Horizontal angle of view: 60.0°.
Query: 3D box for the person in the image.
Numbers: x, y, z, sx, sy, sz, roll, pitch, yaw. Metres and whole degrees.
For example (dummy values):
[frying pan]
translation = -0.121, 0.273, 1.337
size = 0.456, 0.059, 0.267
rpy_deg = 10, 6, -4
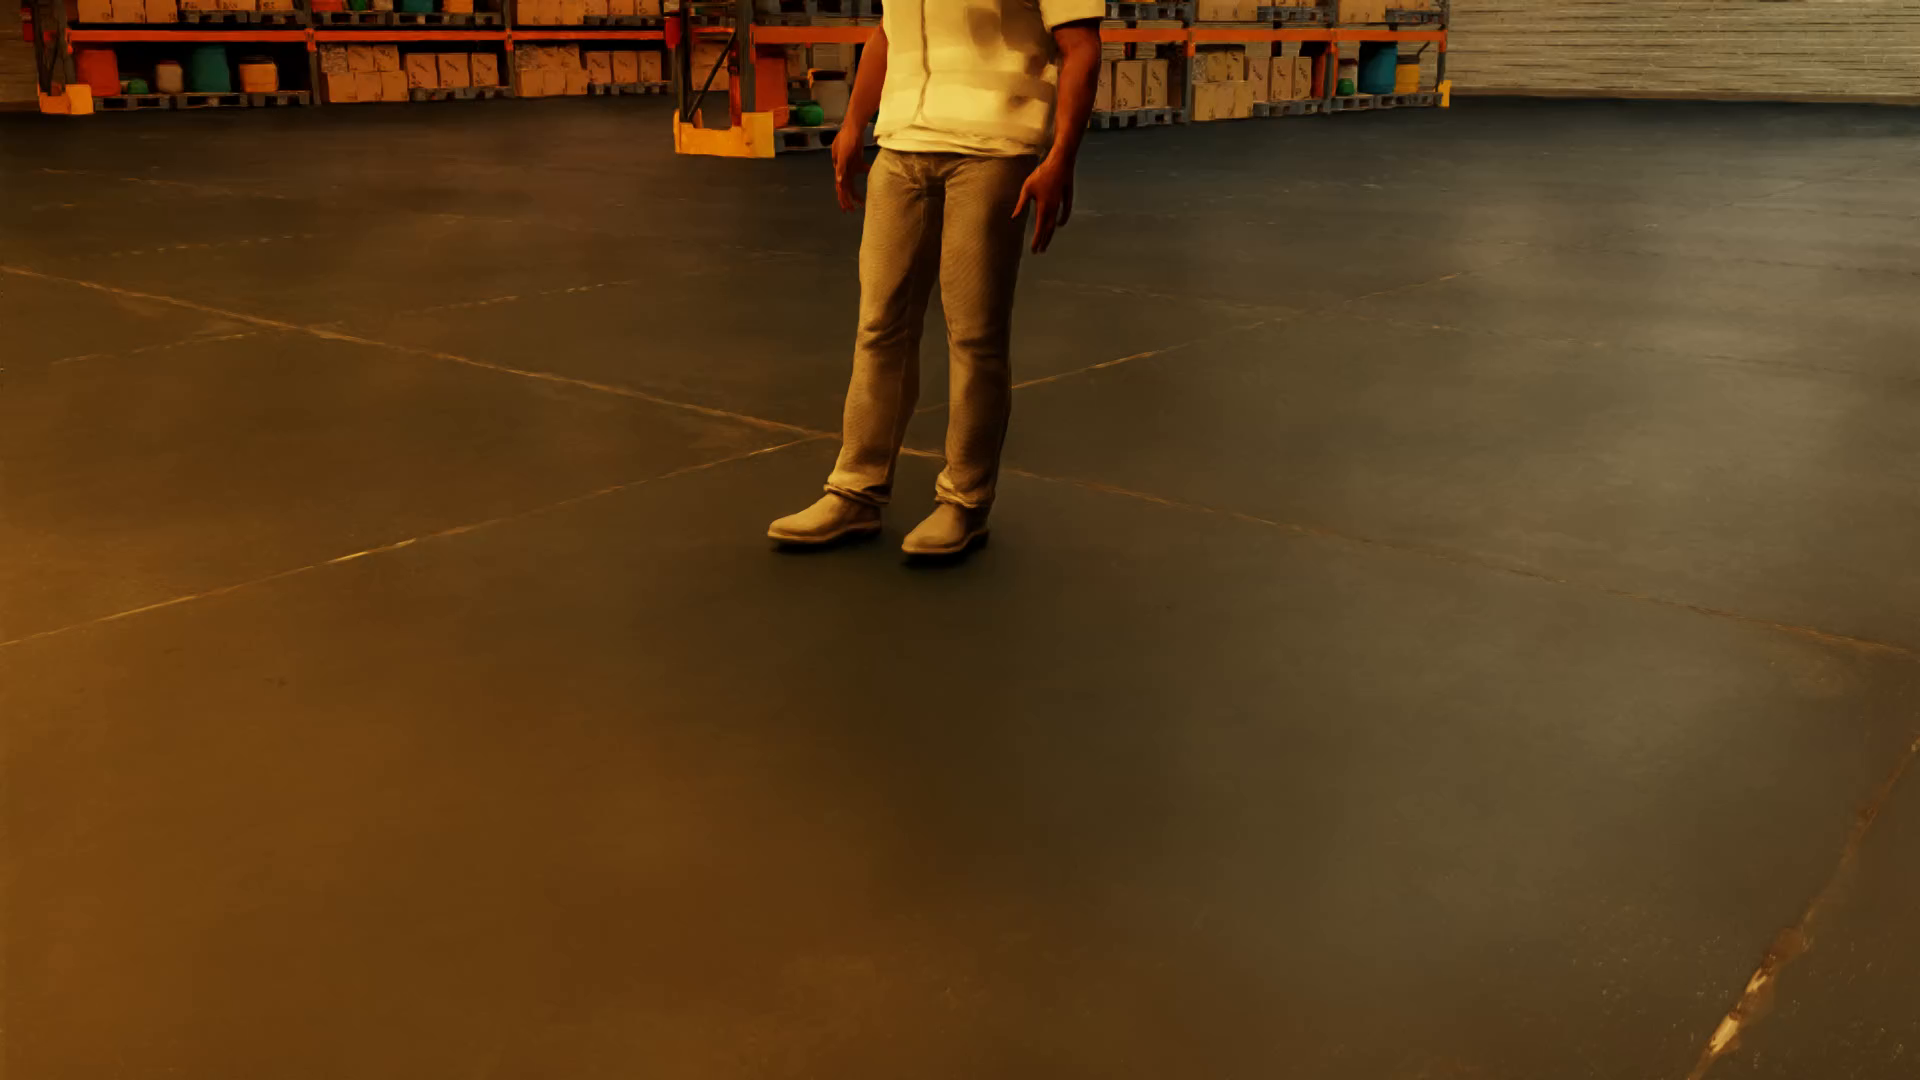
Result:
[person]
translation = -0.049, -0.837, 3.635
size = 0.665, 1.766, 0.576
rpy_deg = 13, 21, 37
